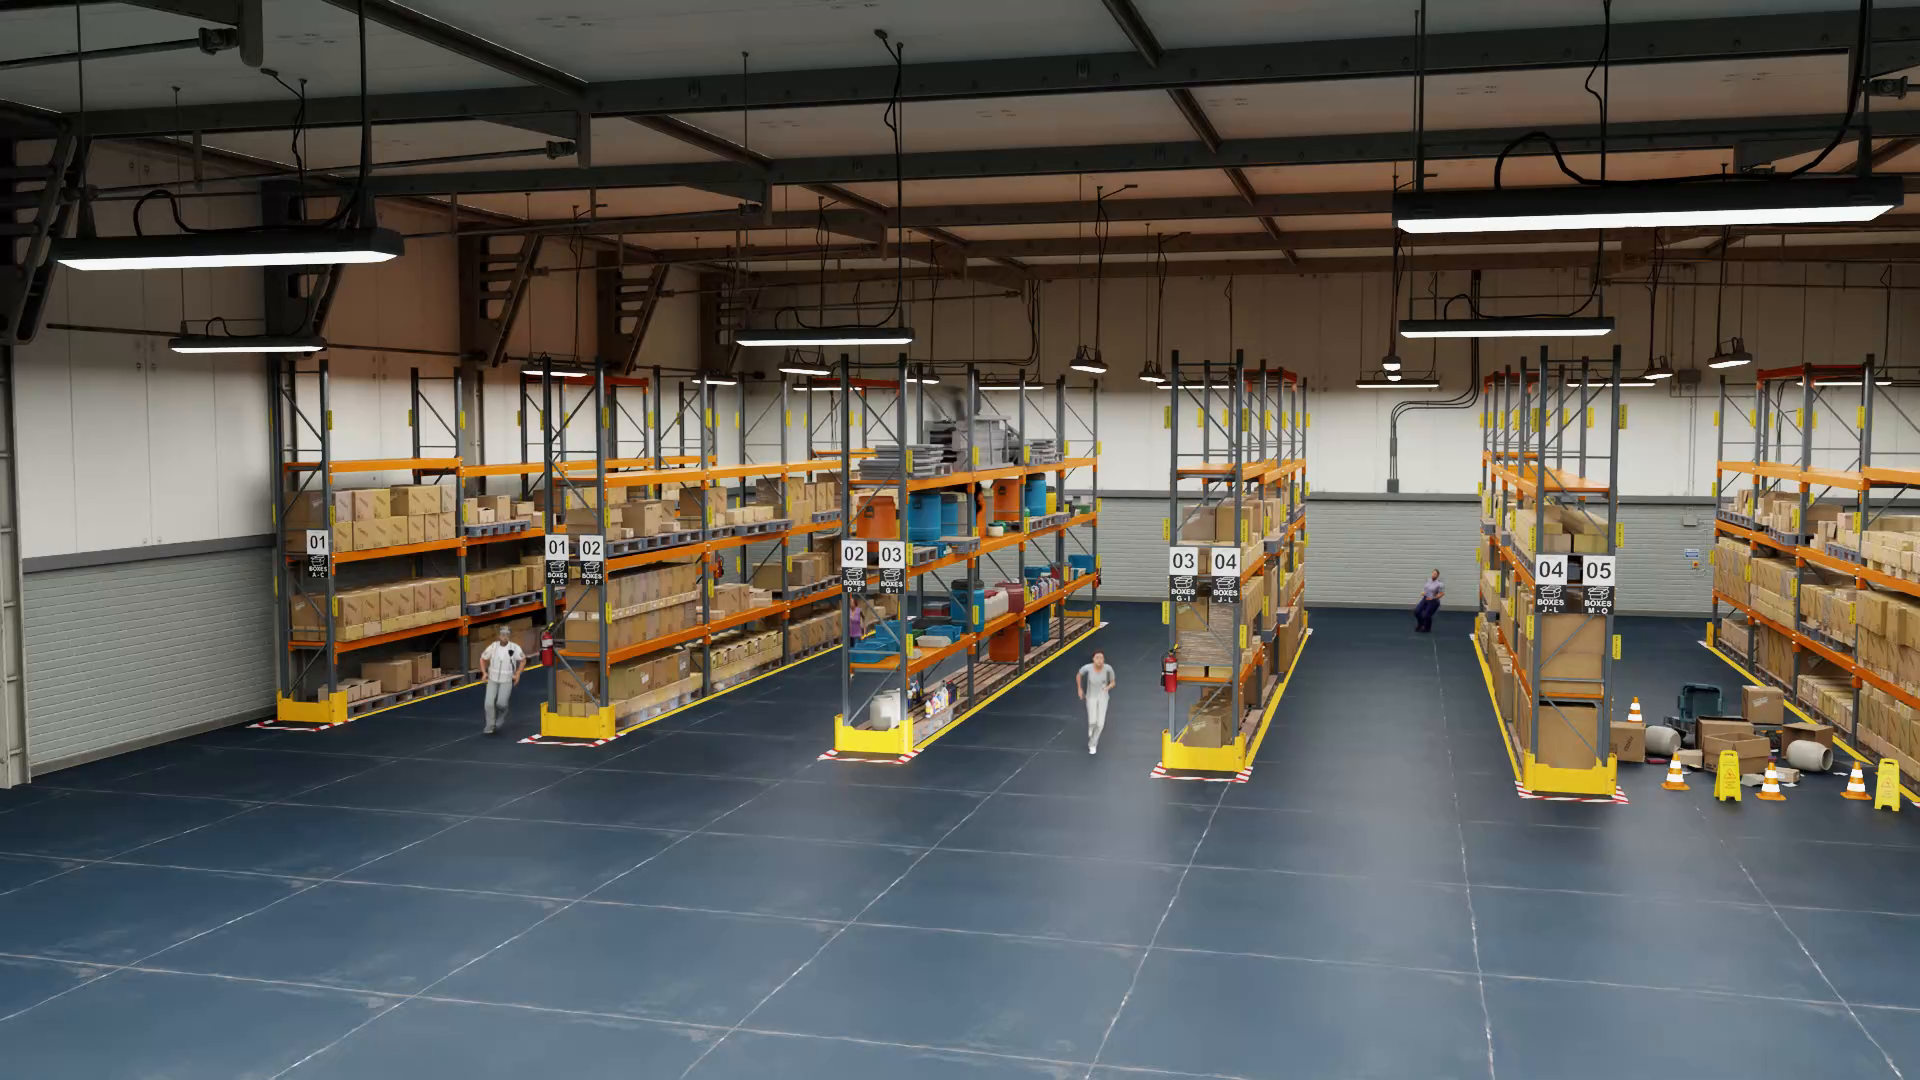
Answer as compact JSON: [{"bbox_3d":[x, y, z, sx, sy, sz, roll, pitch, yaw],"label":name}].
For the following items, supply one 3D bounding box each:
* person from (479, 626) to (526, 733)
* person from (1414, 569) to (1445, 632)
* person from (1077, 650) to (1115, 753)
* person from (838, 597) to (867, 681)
[{"bbox_3d":[-7.358,2.234,26.702,0.715,1.722,0.536,0,4,-4],"label":"person"},{"bbox_3d":[10.987,1.427,38.962,0.582,1.532,0.797,-3,5,-33],"label":"person"},{"bbox_3d":[2.050,2.421,25.004,0.553,1.597,0.685,0,4,-4],"label":"person"},{"bbox_3d":[-2.089,1.889,32.279,0.564,1.592,0.921,0,4,-1],"label":"person"}]
